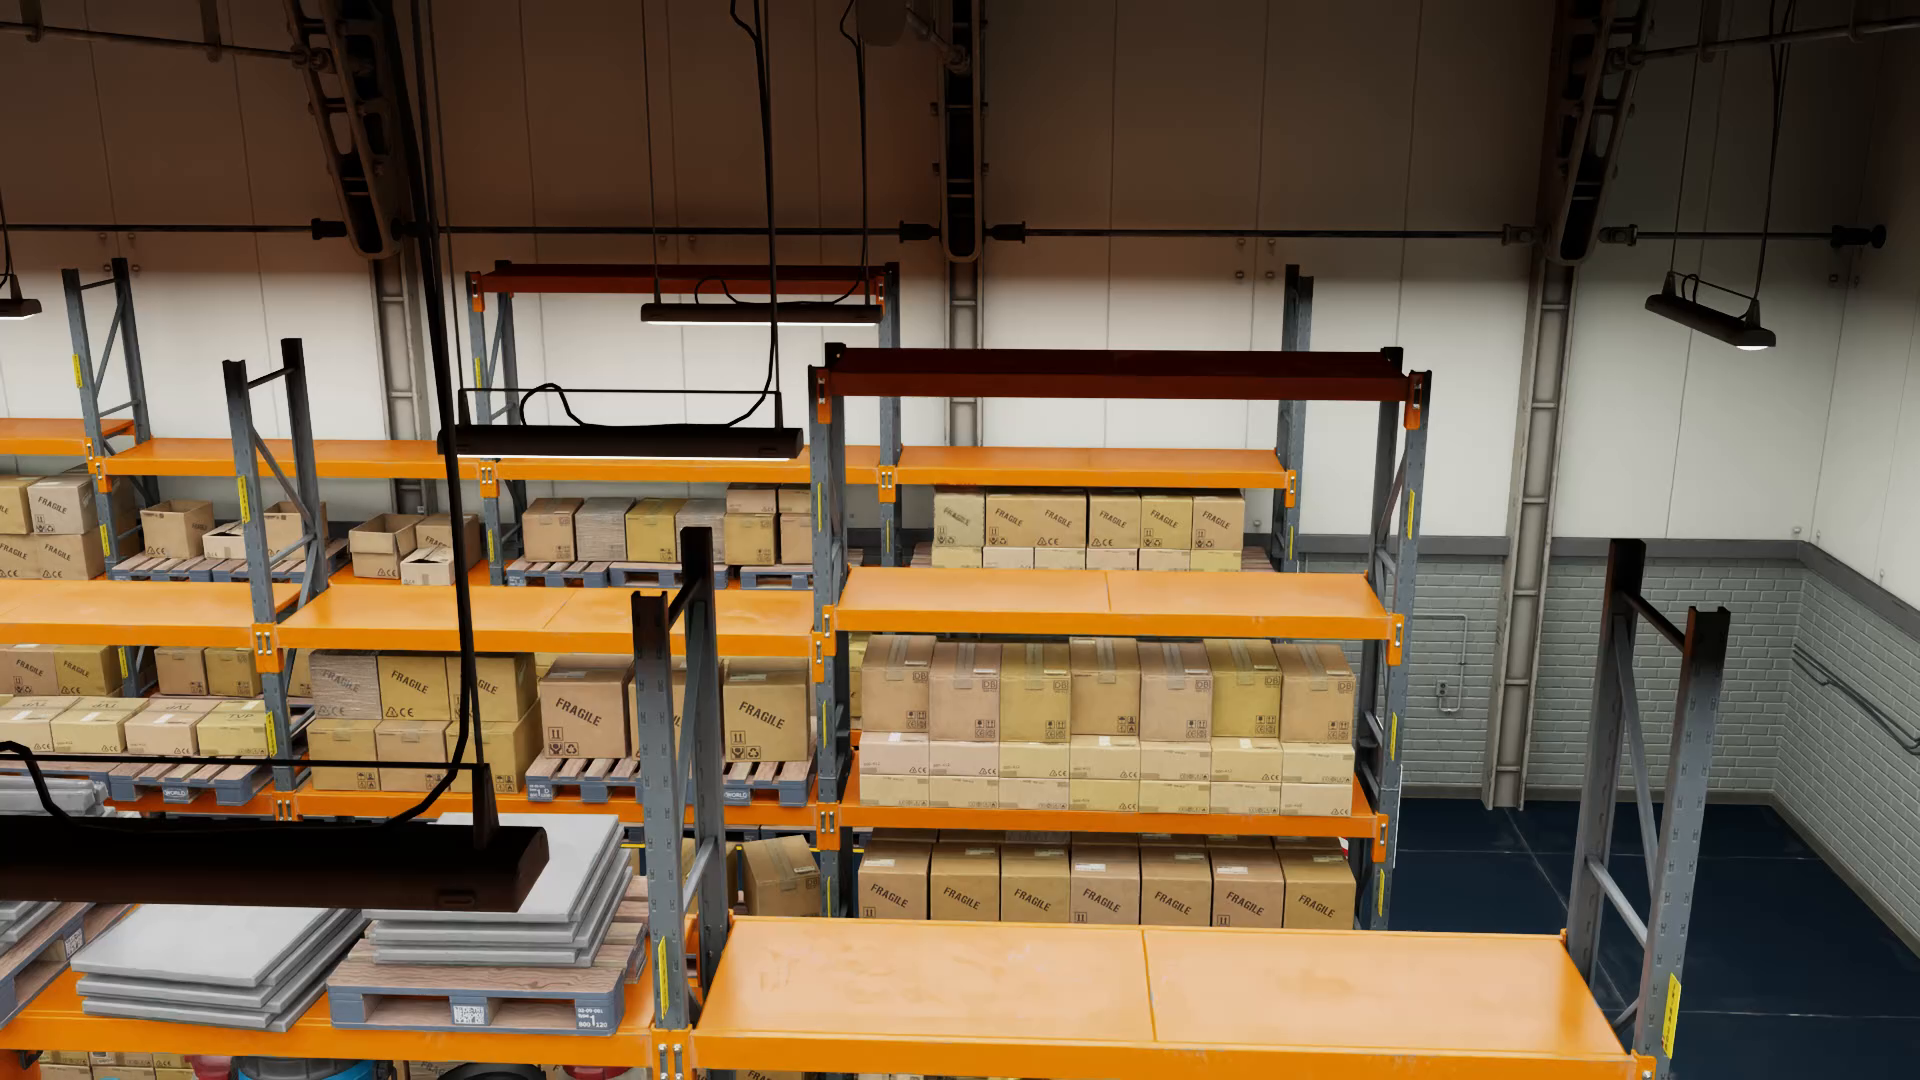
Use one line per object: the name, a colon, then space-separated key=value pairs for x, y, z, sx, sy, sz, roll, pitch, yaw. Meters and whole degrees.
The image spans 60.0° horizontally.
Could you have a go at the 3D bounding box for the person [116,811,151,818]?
person: x=-8.124 y=2.787 z=15.870 sx=0.898 sy=1.746 sz=0.556 roll=3 pitch=16 yaw=9
